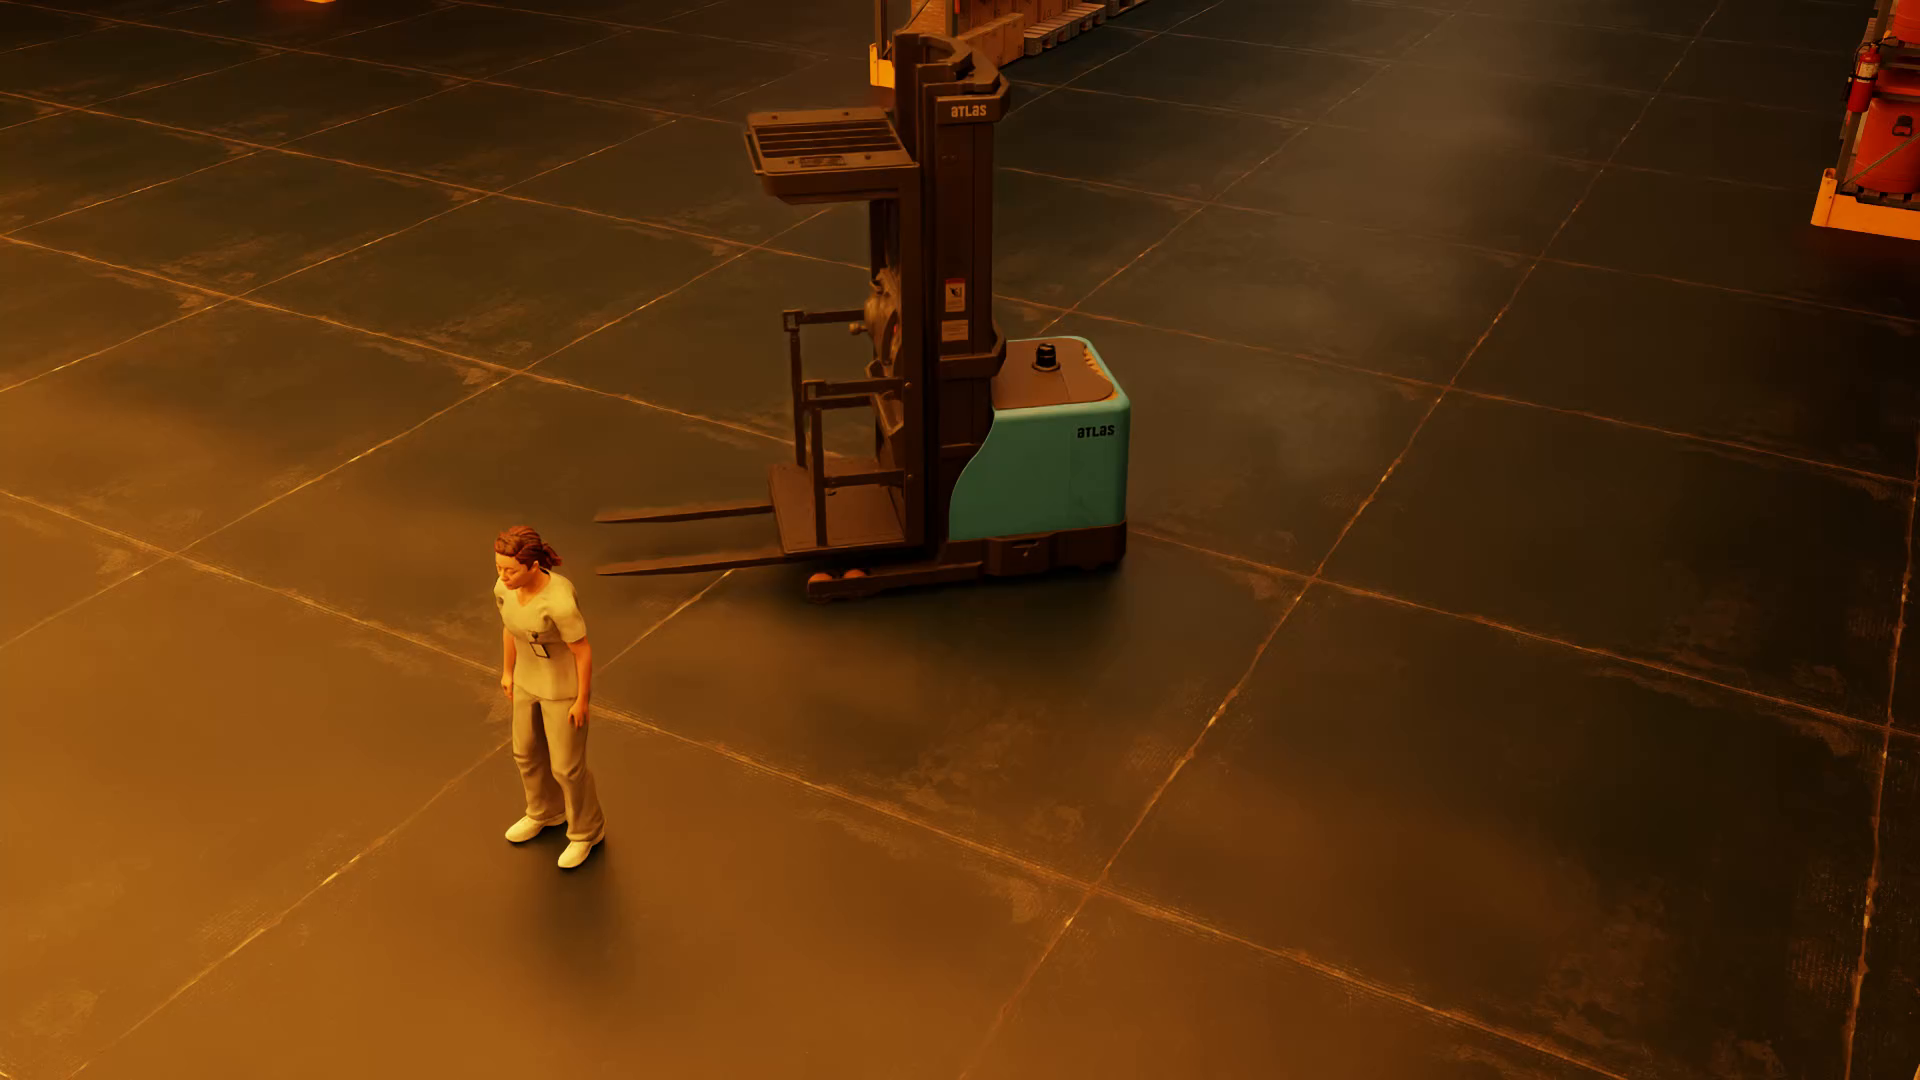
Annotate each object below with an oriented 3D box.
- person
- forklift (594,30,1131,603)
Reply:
[{"bbox_3d":[-1.794,0.649,7.207,0.493,1.672,0.363,18,34,28],"label":"person"},{"bbox_3d":[-0.606,-1.200,9.149,3.031,2.935,1.130,-6,30,-10],"label":"forklift"}]
